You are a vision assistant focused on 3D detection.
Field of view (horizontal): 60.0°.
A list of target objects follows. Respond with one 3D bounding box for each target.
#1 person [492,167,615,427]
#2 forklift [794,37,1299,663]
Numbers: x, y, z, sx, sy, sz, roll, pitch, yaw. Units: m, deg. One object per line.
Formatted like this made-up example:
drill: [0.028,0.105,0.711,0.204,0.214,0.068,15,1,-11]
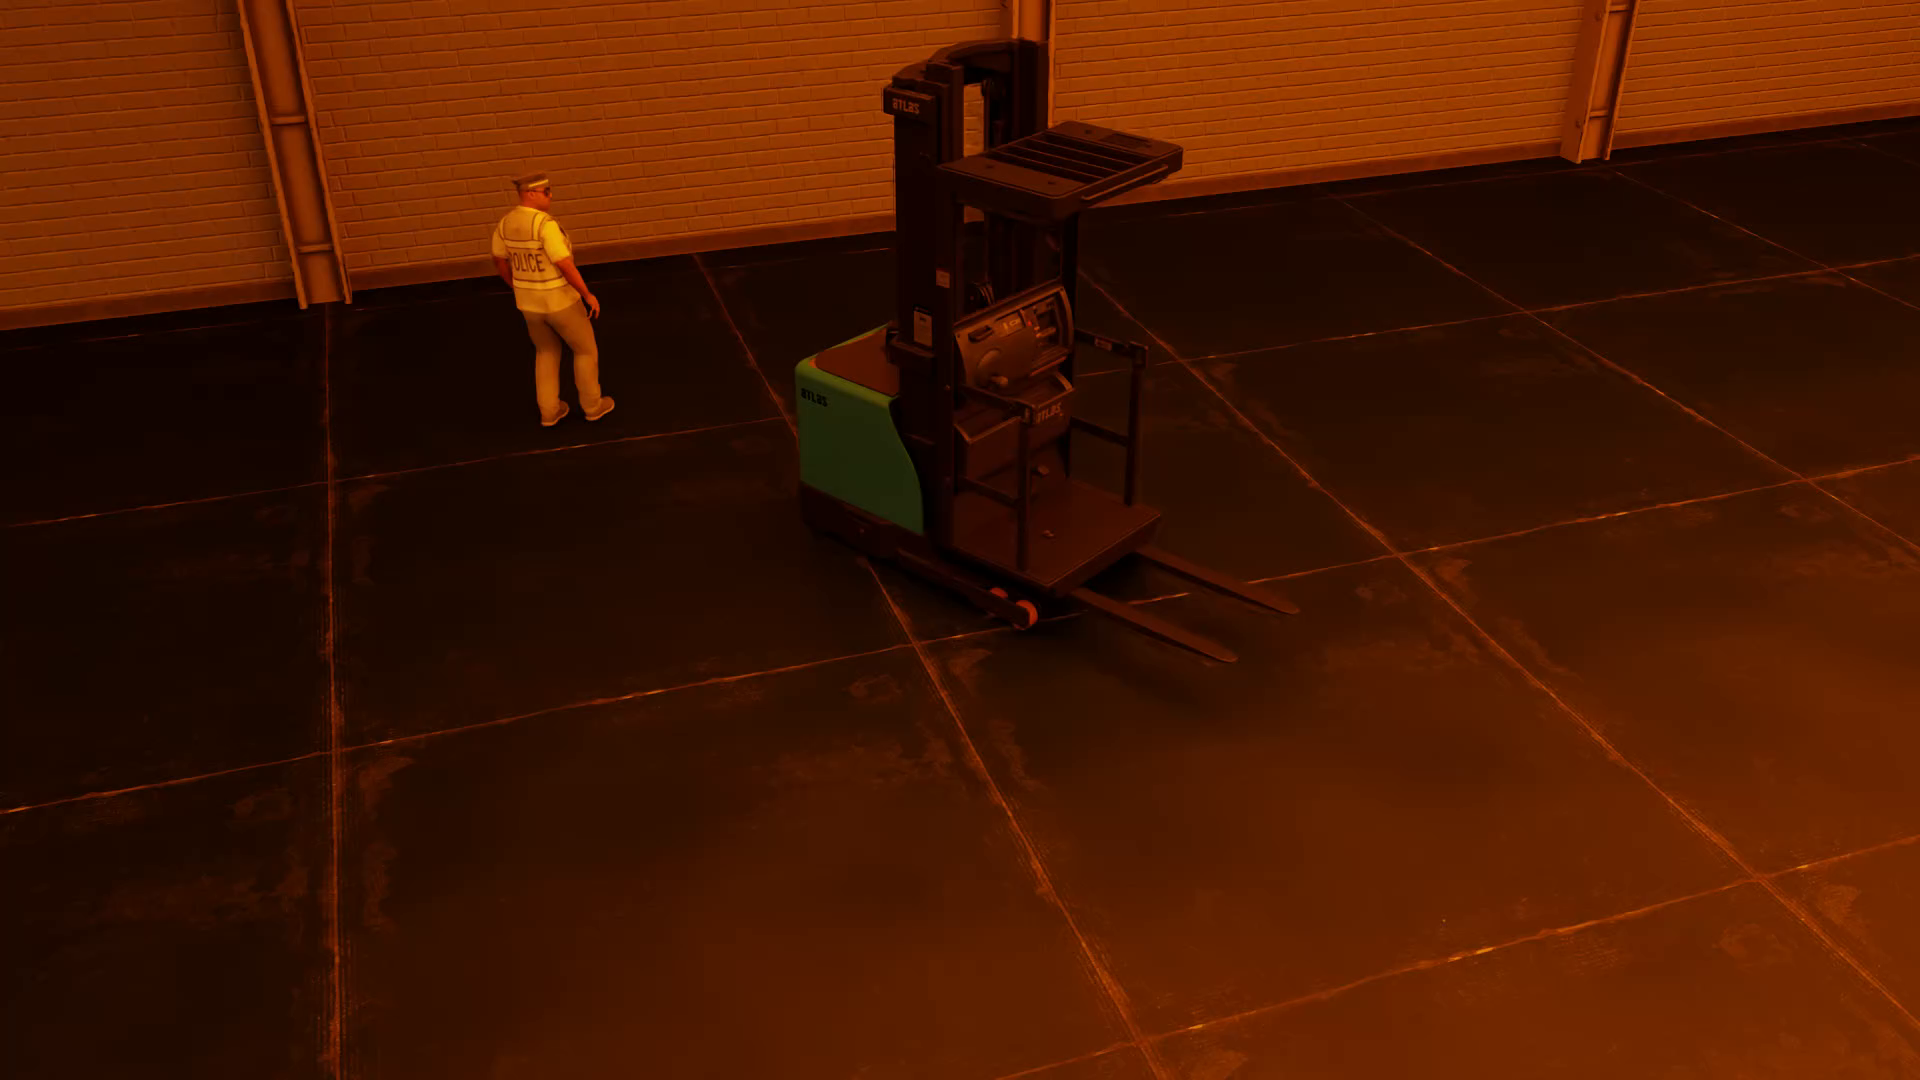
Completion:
person: [-2.699,-1.623,11.094,0.738,1.749,0.537,12,32,19]
forklift: [0.461,-1.071,8.949,3.031,2.935,1.130,23,37,35]
